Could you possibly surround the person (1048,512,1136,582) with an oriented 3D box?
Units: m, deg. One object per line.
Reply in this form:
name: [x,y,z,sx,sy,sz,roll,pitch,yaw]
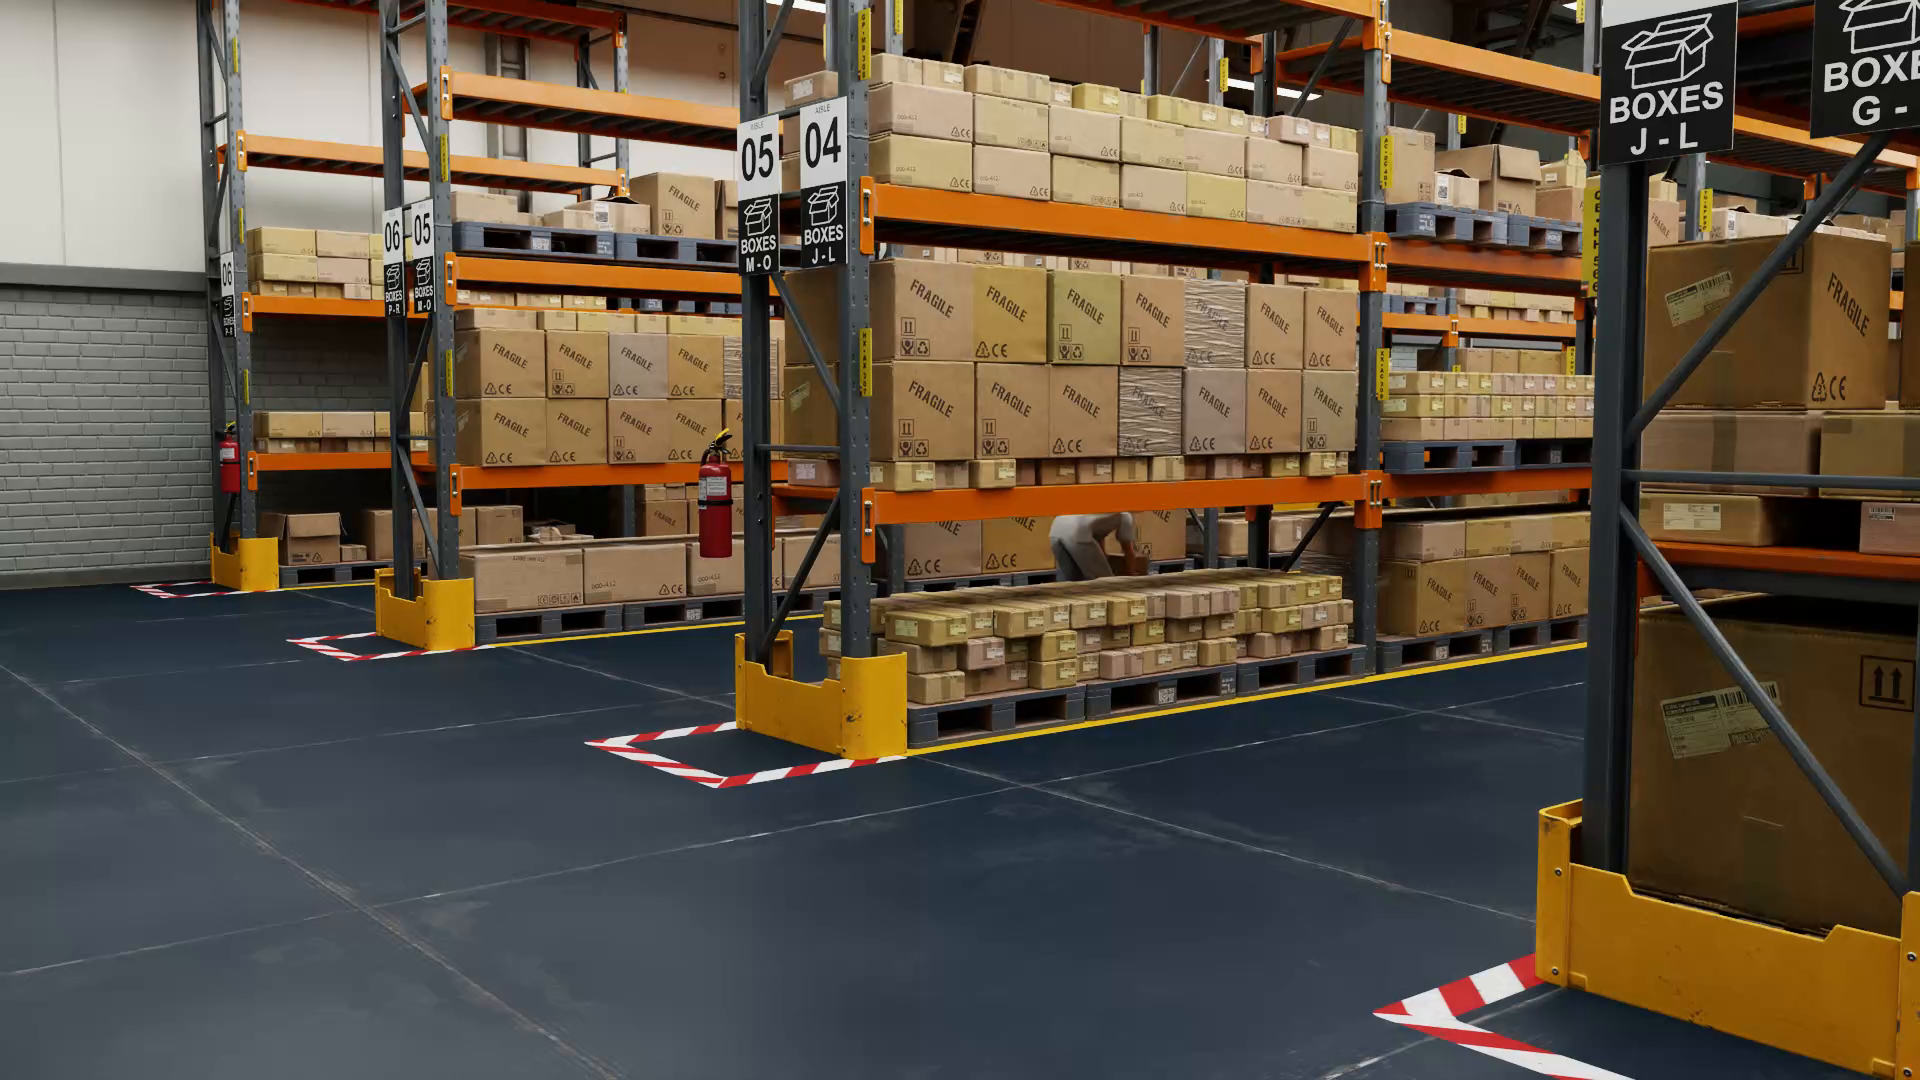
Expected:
person: [1.007,0.192,11.909,0.844,1.188,0.437,-4,6,-41]
